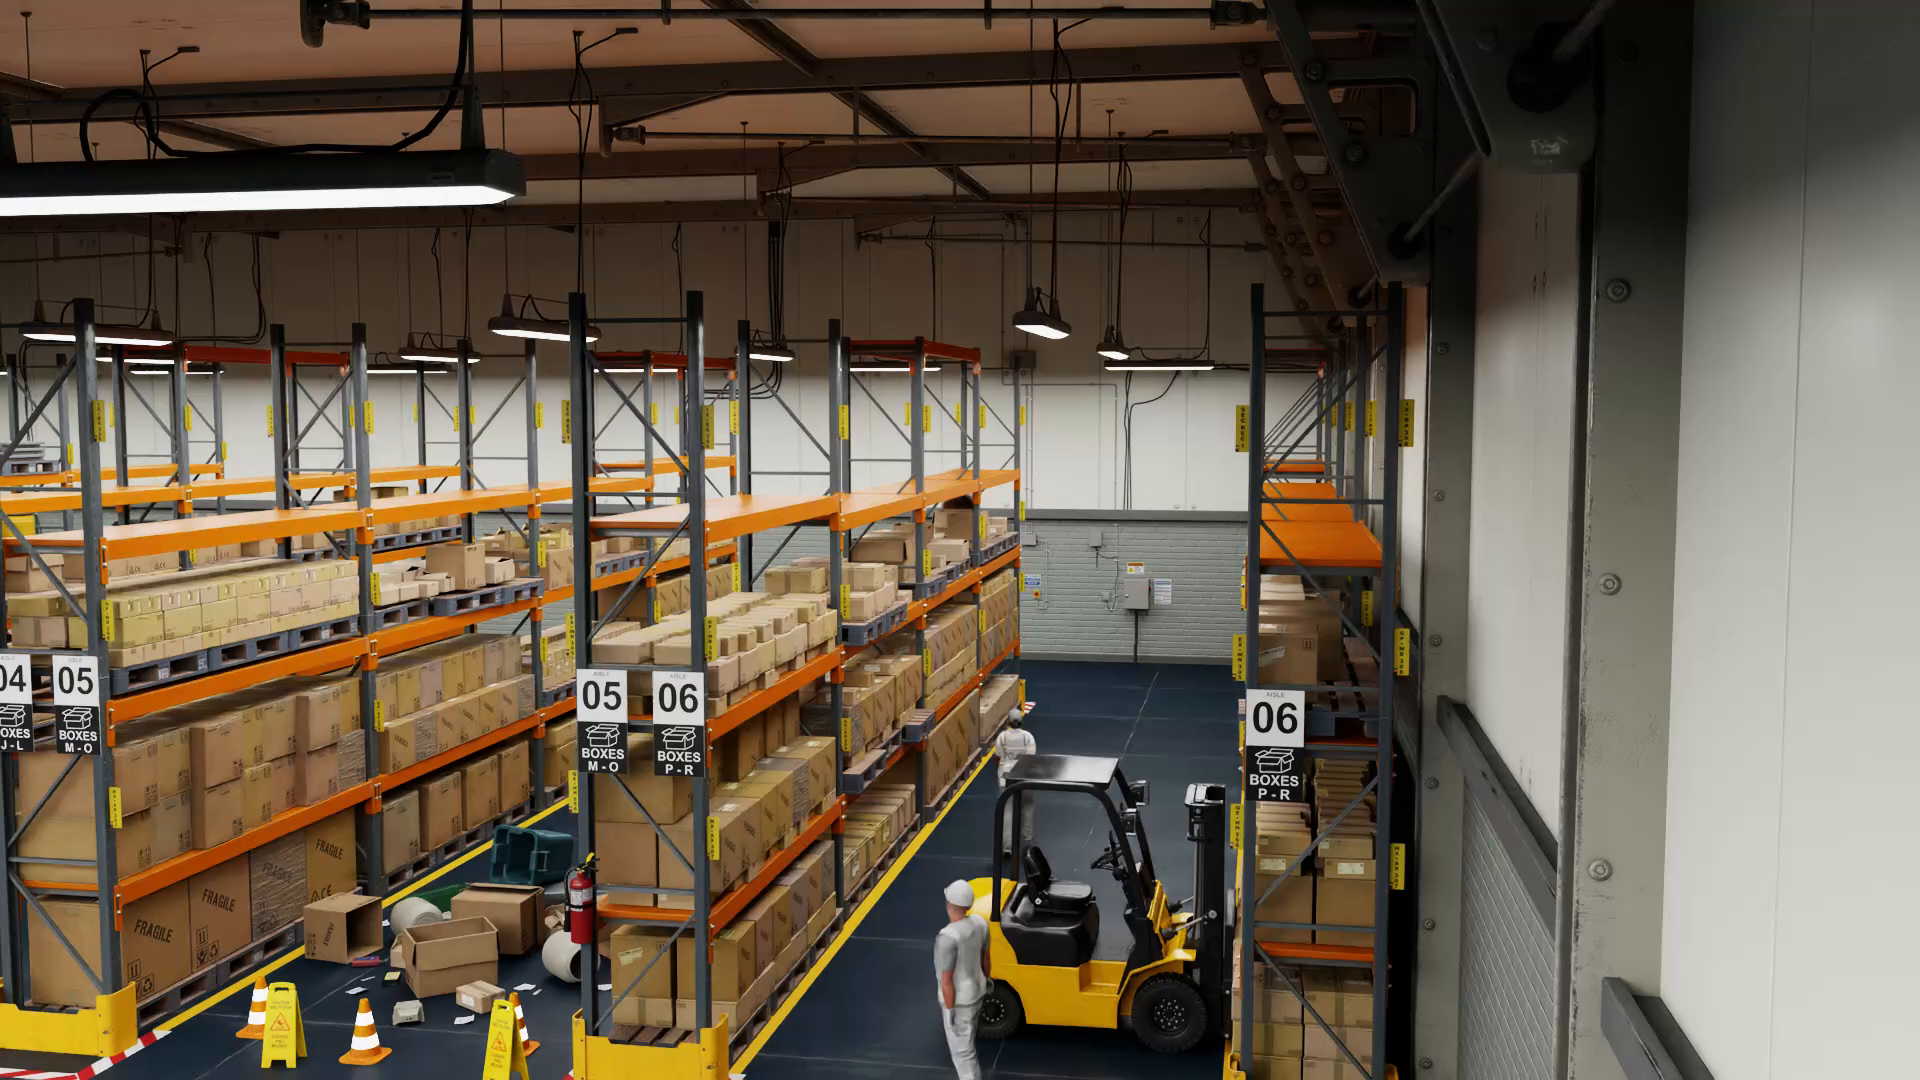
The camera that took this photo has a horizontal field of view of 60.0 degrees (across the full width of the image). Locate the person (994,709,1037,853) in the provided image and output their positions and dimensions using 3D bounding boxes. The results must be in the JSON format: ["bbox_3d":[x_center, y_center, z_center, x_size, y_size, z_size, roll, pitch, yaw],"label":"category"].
[{"bbox_3d":[0.655,2.783,19.309,0.513,1.681,0.735,1,5,8],"label":"person"}]

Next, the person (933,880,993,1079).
[{"bbox_3d":[0.021,3.301,11.945,0.429,1.809,0.733,2,5,22],"label":"person"}]
